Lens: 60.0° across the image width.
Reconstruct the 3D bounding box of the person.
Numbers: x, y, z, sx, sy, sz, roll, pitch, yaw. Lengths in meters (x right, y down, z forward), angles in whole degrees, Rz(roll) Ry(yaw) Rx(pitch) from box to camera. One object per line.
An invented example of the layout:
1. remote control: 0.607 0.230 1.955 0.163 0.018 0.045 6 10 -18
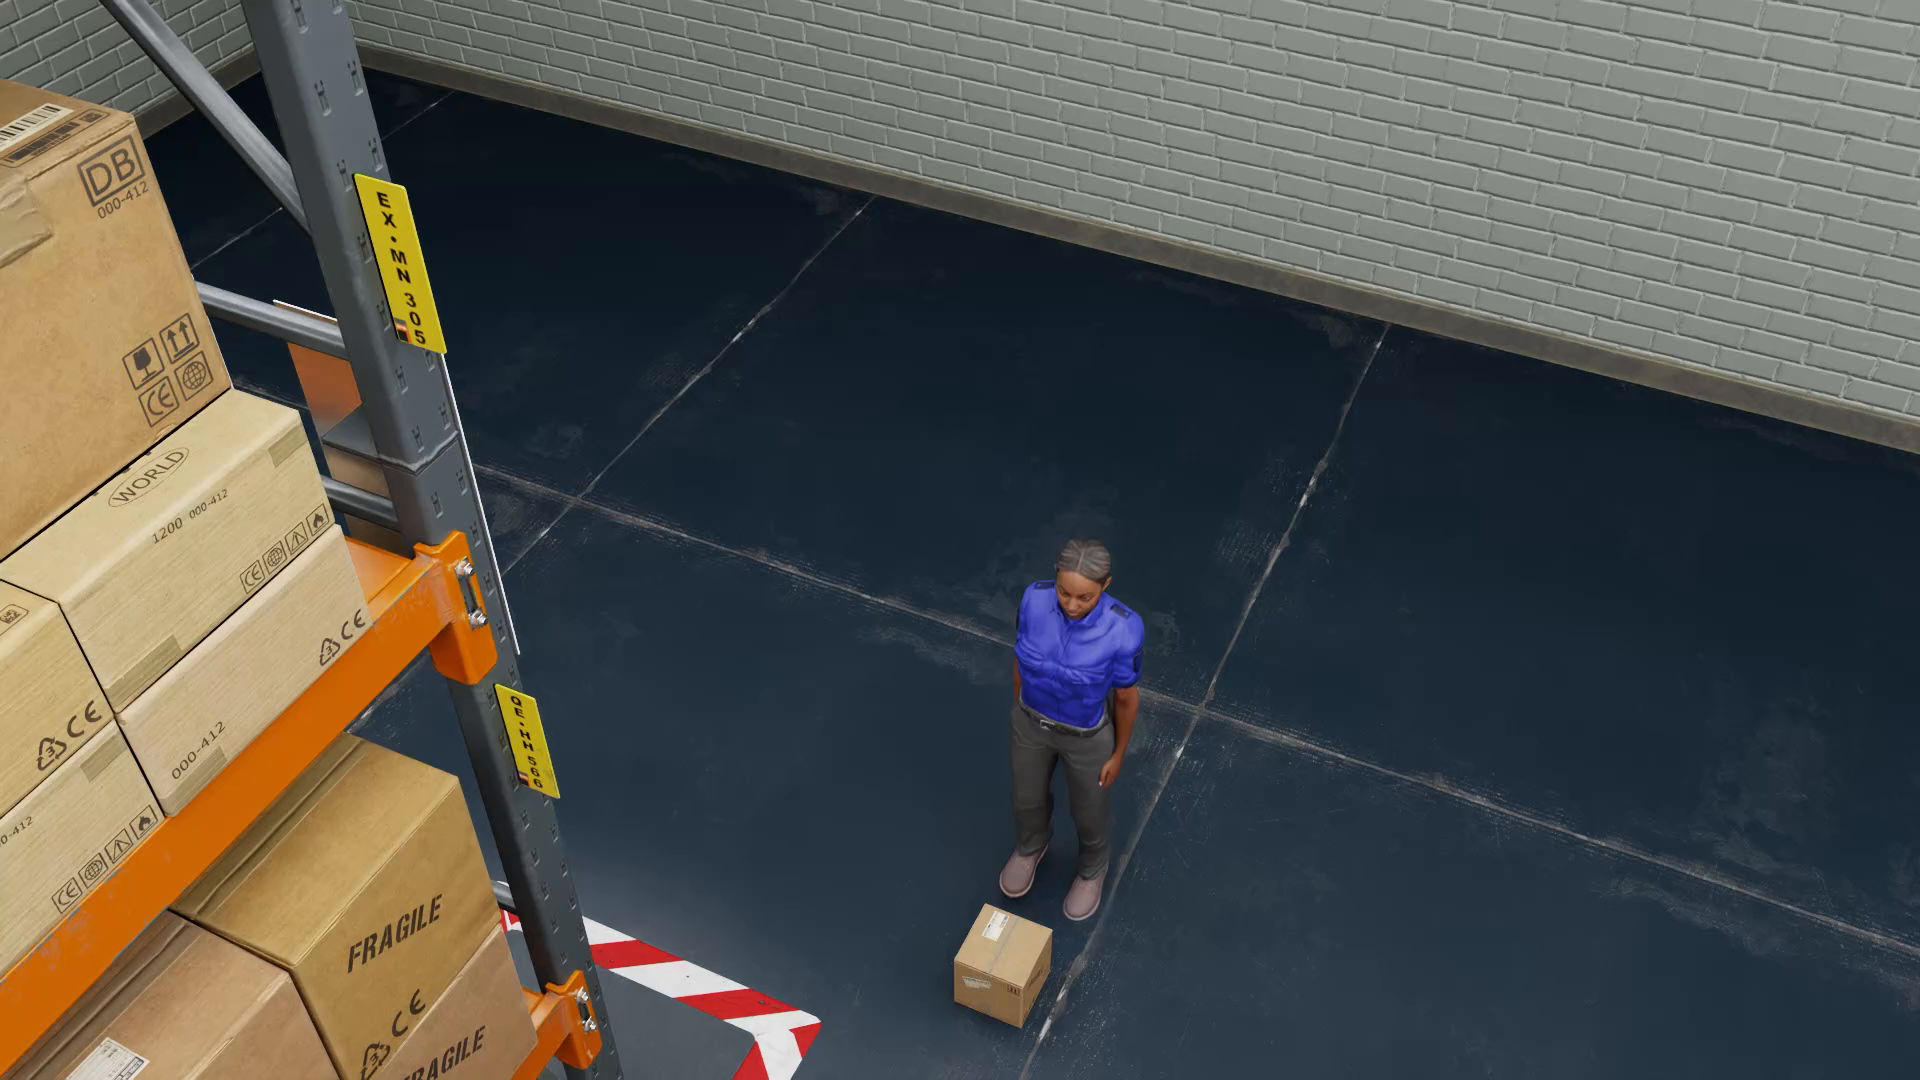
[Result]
1. person: 0.363 0.630 5.479 0.437 1.664 0.309 18 45 19
